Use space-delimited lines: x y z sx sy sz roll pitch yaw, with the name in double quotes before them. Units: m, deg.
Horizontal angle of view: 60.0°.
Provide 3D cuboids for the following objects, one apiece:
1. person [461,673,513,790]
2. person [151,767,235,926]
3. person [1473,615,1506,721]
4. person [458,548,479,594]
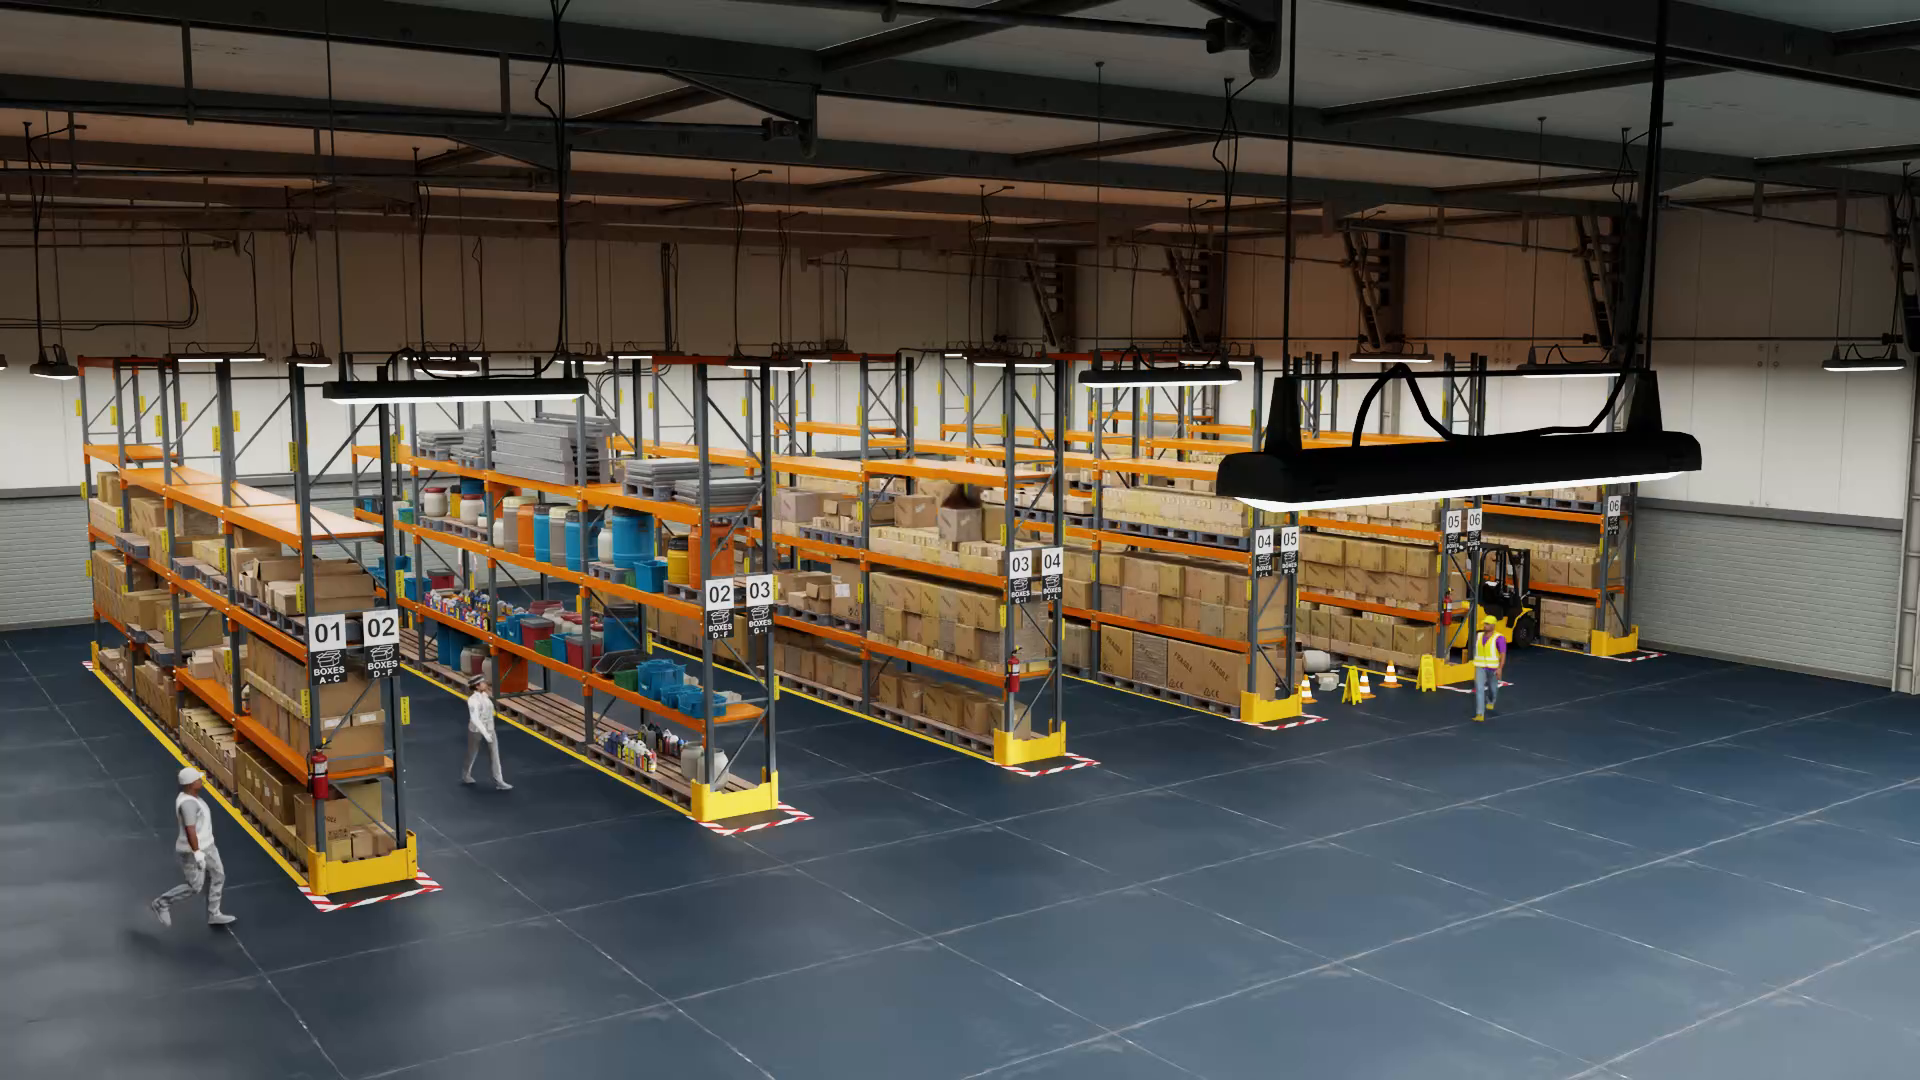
"person" -6.711 2.677 23.366 0.438 1.636 1.022 -7 10 -44
"person" -8.271 3.301 17.880 0.799 1.755 0.581 0 7 0
"person" 8.826 2.121 27.756 0.513 1.728 1.055 2 7 13
"person" -11.759 0.718 39.769 0.476 1.597 0.412 -2 7 -14
